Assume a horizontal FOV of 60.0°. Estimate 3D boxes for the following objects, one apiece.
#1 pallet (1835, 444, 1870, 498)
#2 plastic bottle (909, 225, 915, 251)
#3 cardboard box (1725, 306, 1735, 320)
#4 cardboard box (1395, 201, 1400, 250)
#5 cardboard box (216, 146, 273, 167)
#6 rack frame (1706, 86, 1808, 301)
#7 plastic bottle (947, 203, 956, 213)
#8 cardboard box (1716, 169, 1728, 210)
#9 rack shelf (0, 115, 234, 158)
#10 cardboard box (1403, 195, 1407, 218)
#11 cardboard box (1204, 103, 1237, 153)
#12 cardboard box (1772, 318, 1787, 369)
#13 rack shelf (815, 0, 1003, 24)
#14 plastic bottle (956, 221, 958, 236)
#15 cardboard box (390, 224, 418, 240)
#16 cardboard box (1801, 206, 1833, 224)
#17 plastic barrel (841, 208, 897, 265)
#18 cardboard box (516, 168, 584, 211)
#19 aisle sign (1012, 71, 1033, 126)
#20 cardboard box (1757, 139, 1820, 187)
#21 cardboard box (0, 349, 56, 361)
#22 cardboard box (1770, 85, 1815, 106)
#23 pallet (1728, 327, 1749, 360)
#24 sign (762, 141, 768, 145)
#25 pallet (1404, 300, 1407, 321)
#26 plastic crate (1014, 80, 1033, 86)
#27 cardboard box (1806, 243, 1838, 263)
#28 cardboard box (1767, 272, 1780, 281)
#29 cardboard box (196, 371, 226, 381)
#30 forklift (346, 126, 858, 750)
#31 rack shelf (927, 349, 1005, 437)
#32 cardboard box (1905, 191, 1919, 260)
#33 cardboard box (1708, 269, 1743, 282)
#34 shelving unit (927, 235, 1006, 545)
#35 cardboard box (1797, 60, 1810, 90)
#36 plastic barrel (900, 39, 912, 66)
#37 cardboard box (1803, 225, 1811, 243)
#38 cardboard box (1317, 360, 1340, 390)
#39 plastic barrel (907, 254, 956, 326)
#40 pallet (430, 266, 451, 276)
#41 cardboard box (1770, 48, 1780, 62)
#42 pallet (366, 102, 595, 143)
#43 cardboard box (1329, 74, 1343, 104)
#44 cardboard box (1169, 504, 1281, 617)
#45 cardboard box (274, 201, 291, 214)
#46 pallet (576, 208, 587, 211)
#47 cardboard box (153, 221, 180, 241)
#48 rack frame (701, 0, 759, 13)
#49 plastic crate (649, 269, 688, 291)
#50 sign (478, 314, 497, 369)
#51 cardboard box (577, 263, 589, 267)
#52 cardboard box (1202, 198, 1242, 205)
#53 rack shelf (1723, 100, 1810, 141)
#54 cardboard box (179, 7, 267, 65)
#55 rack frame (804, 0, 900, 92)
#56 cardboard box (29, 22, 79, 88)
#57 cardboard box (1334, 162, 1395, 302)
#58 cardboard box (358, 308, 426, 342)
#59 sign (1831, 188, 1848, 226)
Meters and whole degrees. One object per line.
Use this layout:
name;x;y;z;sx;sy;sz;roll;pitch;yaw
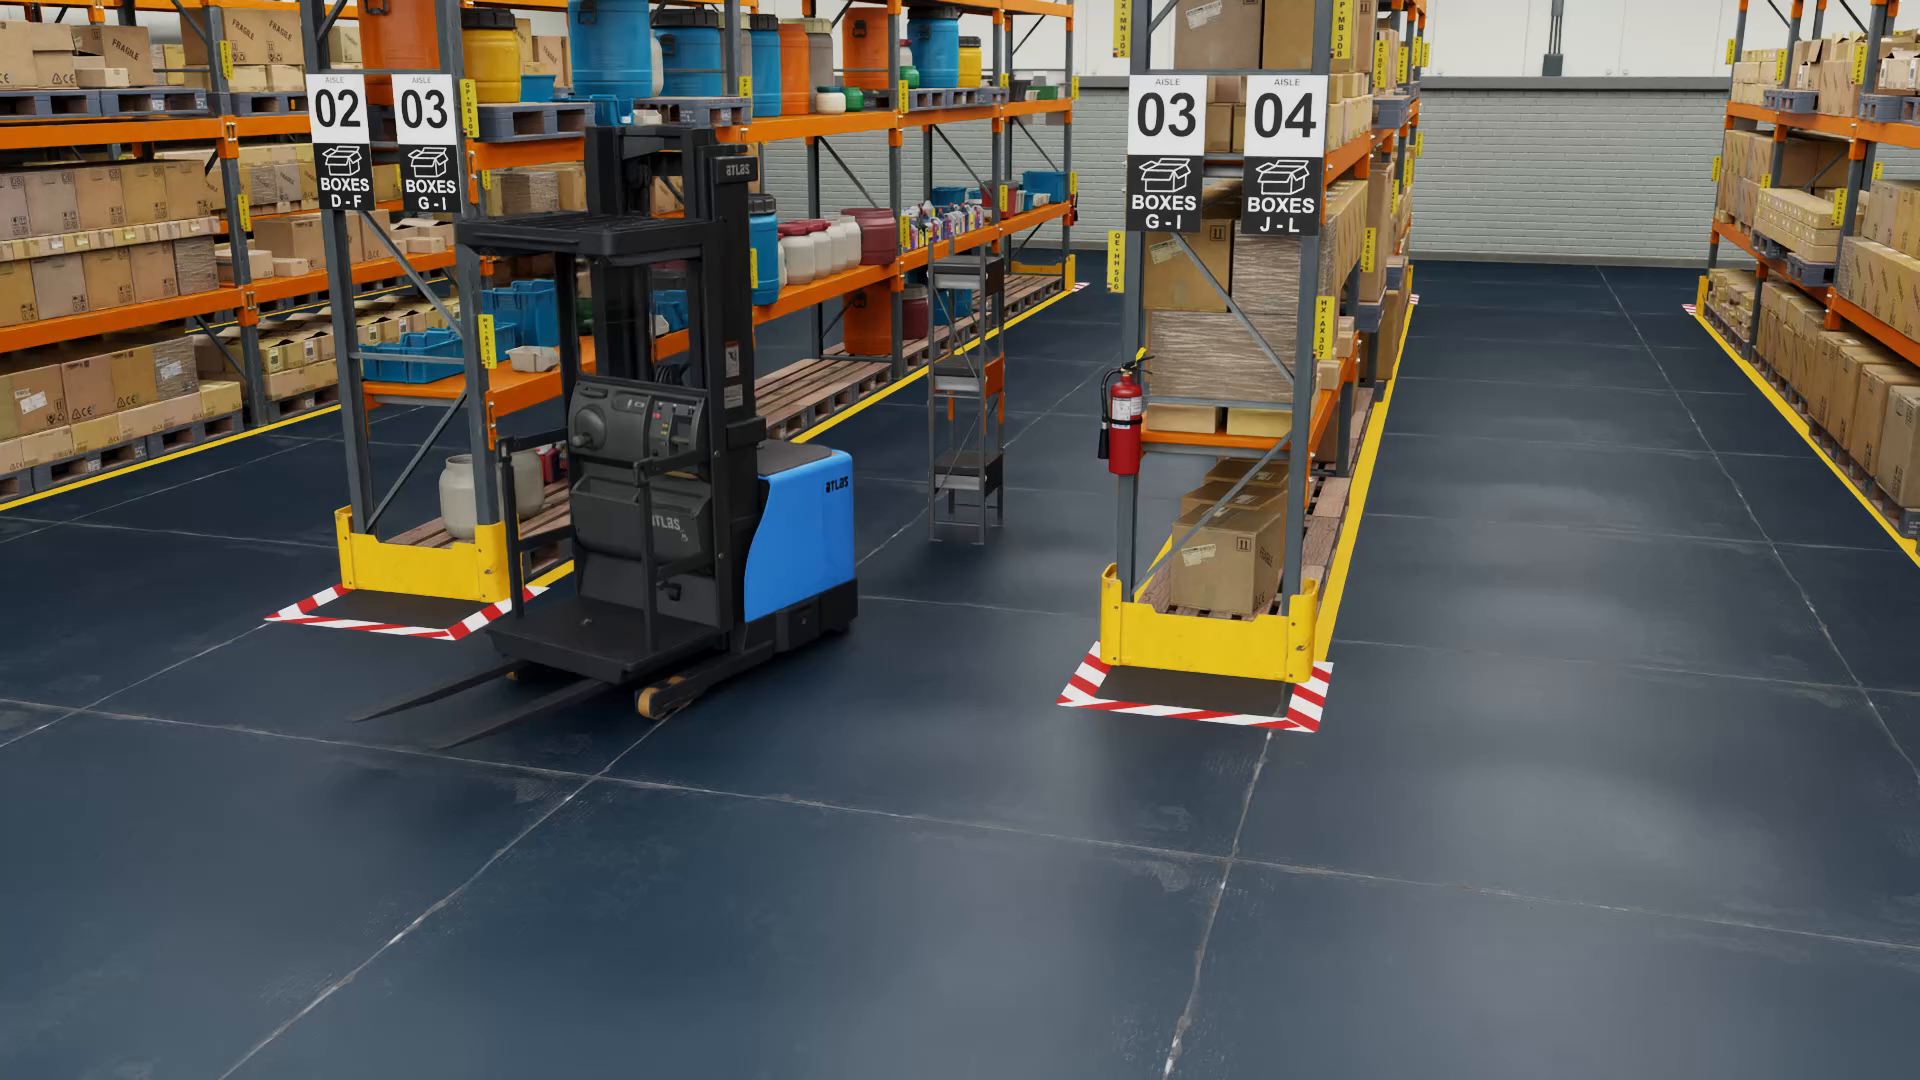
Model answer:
pallet;7.719;-0.549;13.379;1.003;0.211;1.213;5;16;16
plastic bottle;-0.541;-3.319;18.248;0.061;0.283;0.133;5;16;16
cardboard box;9.755;-2.815;20.712;0.380;0.149;0.250;5;16;16
cardboard box;4.614;-3.505;18.508;0.500;0.500;0.500;4;16;15
cardboard box;-9.660;-5.172;22.429;0.500;0.250;0.500;5;17;17
rack frame;10.638;-4.502;22.206;1.000;3.000;0.127;5;16;16
plastic bottle;-0.113;-3.924;20.258;0.144;0.351;0.185;5;16;16
cardboard box;10.245;-4.598;21.813;0.500;0.500;0.500;5;17;19
rack shelf;-7.564;-3.117;13.143;1.077;0.370;4.000;5;16;16
cardboard box;5.305;-4.170;20.765;0.500;0.250;0.500;5;16;16
cardboard box;1.257;-2.244;9.023;0.500;0.250;0.500;5;17;17
cardboard box;8.752;-2.006;17.216;0.500;0.500;0.500;5;17;17
rack shelf;-0.543;-6.075;18.809;1.077;0.370;4.000;5;16;16
plastic bottle;-0.069;-3.732;19.854;0.097;0.201;0.097;0;16;0
cardboard box;-6.299;-3.328;18.228;0.500;0.311;0.500;4;16;15
cardboard box;8.212;-3.075;15.773;0.380;0.149;0.250;5;17;18
plastic barrel;-0.953;-3.125;17.101;0.600;0.536;0.708;5;16;16
cardboard box;-5.166;-4.419;20.960;0.700;0.500;0.500;1;16;2
aisle sign;0.898;-6.590;24.802;0.394;0.787;0.004;5;16;16
cardboard box;9.375;-4.272;18.833;0.500;0.500;0.500;4;16;14
cardboard box;-7.852;-1.294;13.788;0.500;0.500;0.500;5;16;16
cardboard box;9.381;-4.976;18.654;0.500;0.250;0.500;5;17;17
pallet;9.658;-2.293;19.526;1.003;0.211;1.213;5;16;16
sign;-3.059;-6.343;25.996;0.100;0.325;0.005;5;16;16
pallet;5.410;-3.039;22.155;1.003;0.211;1.213;5;16;16
plastic crate;0.786;-6.599;24.339;0.497;0.269;0.590;5;16;16
cardboard box;8.064;-2.655;15.385;0.380;0.149;0.250;5;17;17
cardboard box;10.604;-3.400;21.683;0.380;0.149;0.250;5;17;17
cardboard box;-7.156;-1.553;16.078;0.500;0.250;0.500;4;16;15
forklift;-1.840;-0.631;8.682;1.130;2.935;3.031;10;19;32
rack shelf;0.047;-1.040;11.699;0.431;0.518;0.480;5;16;16
cardboard box;7.796;-2.421;12.853;0.700;0.500;0.500;4;16;15
cardboard box;10.163;-3.508;22.066;0.380;0.149;0.250;4;16;13
shelving unit;0.047;-1.053;11.696;0.431;2.100;0.503;5;16;16
cardboard box;9.050;-4.844;17.308;0.500;0.311;0.500;4;16;15
plastic barrel;-0.752;-5.391;18.822;0.433;0.535;0.433;0;16;0
cardboard box;8.142;-2.868;15.590;0.380;0.149;0.250;5;17;18
cardboard box;2.193;-1.048;10.486;0.380;0.149;0.250;5;16;16
plastic barrel;-0.347;-3.117;20.399;0.600;0.901;0.708;5;16;16
pallet;-8.489;-4.509;27.340;1.003;0.211;1.213;5;16;16
cardboard box;9.422;-5.499;18.852;0.380;0.149;0.250;5;16;16
pallet;-3.056;-2.673;10.604;1.003;0.211;1.213;5;16;16
cardboard box;1.830;-2.405;8.857;0.380;0.149;0.250;5;17;17
cardboard box;1.558;0.111;9.752;0.500;0.500;0.500;8;18;26
cardboard box;-9.482;-4.592;22.945;0.380;0.149;0.250;5;16;16
pallet;-5.311;-4.006;20.809;1.003;0.211;1.213;5;16;16
cardboard box;-7.012;-2.682;14.417;0.380;0.149;0.250;4;16;14
rack frame;-3.586;-8.569;25.549;1.000;3.000;0.127;5;16;16
plastic crate;-2.519;-2.001;13.501;0.767;0.338;0.504;5;16;16
sign;-2.859;-1.201;10.059;0.100;0.325;0.005;5;16;16
cardboard box;-5.235;-3.397;22.084;0.500;0.500;0.500;5;17;17
cardboard box;1.564;-1.825;10.205;0.500;0.500;0.500;5;16;16
rack shelf;10.069;-5.076;20.050;1.077;0.370;4.000;5;16;16
cardboard box;-6.783;-4.635;15.308;0.500;0.500;0.500;5;17;17
rack frame;-1.111;-6.091;16.812;1.000;3.000;0.127;5;16;16
cardboard box;-7.585;-3.884;13.314;0.797;0.503;0.637;7;17;22
cardboard box;2.861;-2.462;13.142;1.000;1.000;1.000;5;17;16
cardboard box;-6.060;-2.314;17.733;0.500;0.311;0.500;5;16;16
sign;7.841;-2.968;14.820;0.100;0.325;0.005;5;16;16
